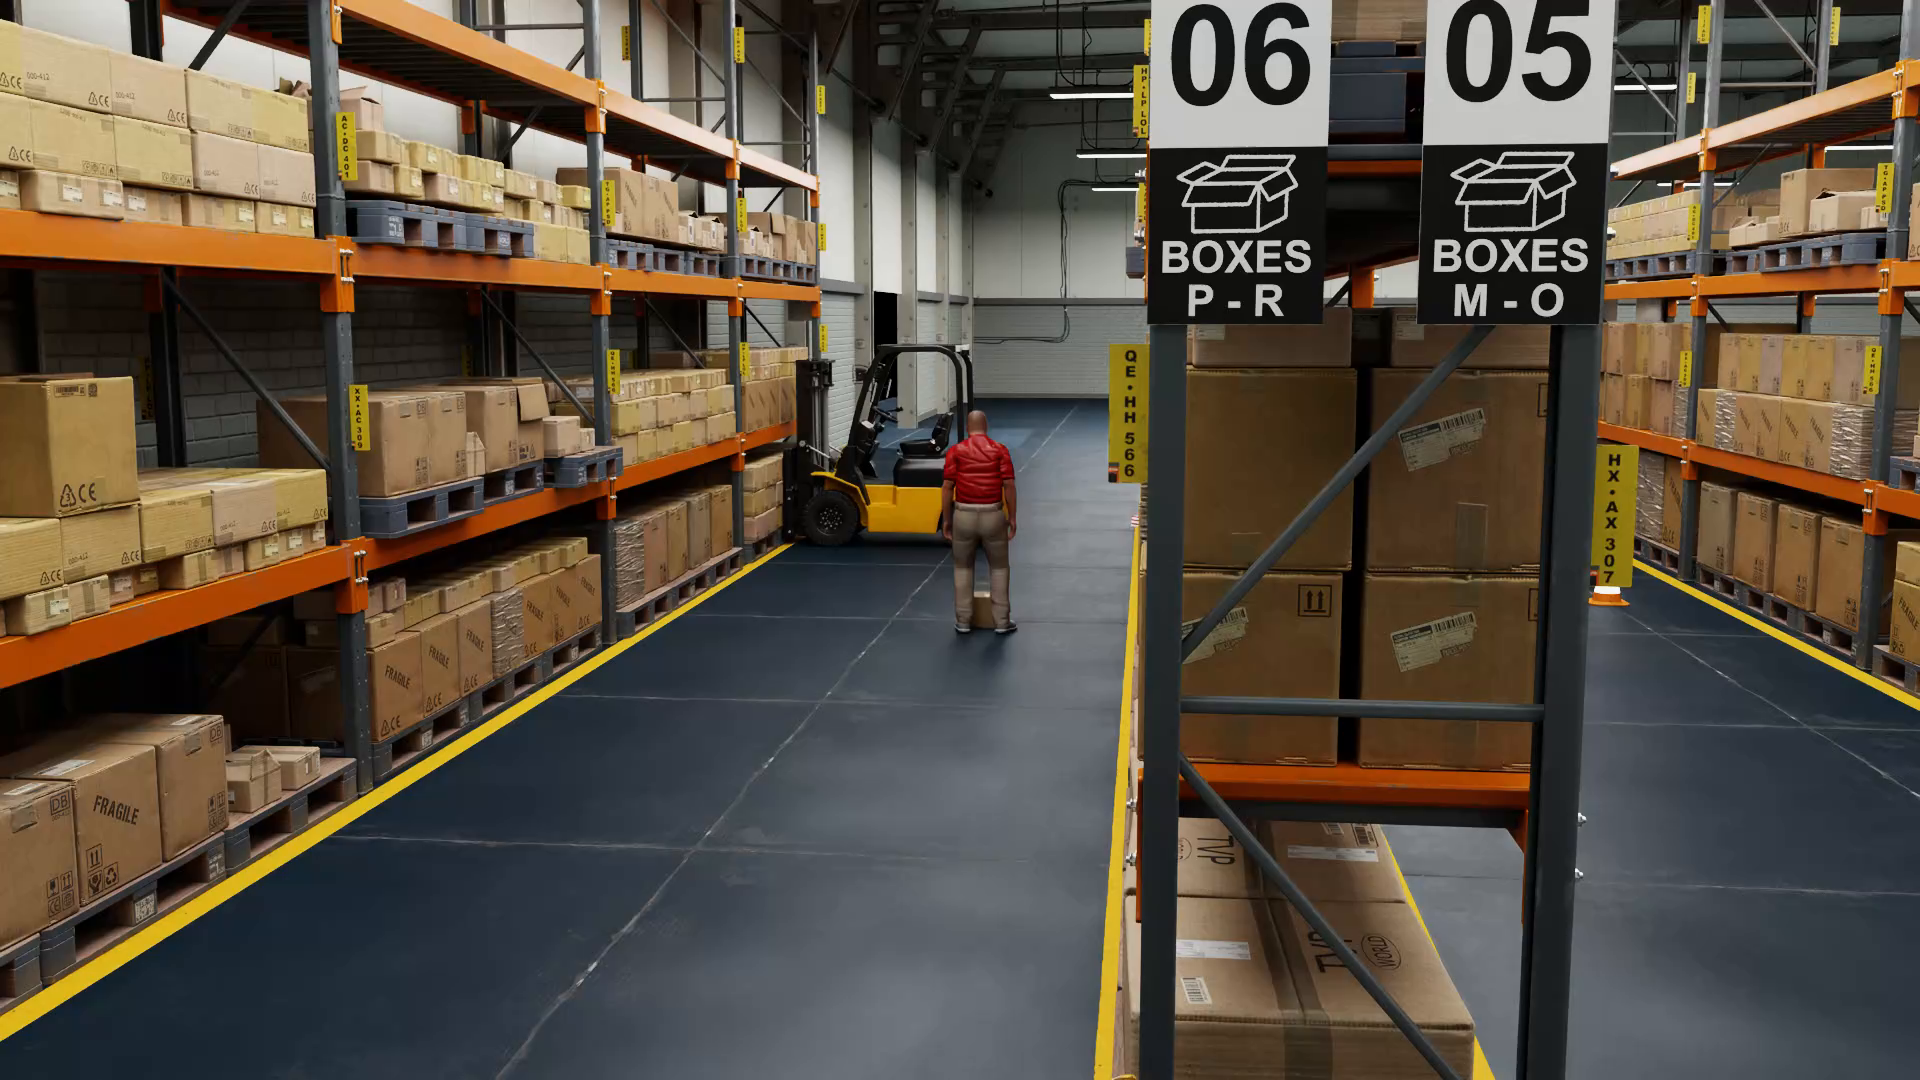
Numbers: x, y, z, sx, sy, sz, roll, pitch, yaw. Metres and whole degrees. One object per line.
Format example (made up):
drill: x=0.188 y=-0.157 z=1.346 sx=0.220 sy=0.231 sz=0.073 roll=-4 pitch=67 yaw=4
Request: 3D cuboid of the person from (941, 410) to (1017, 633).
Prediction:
person: x=0.153 y=-0.141 z=12.916 sx=0.589 sy=1.725 sz=0.392 roll=0 pitch=8 yaw=4
